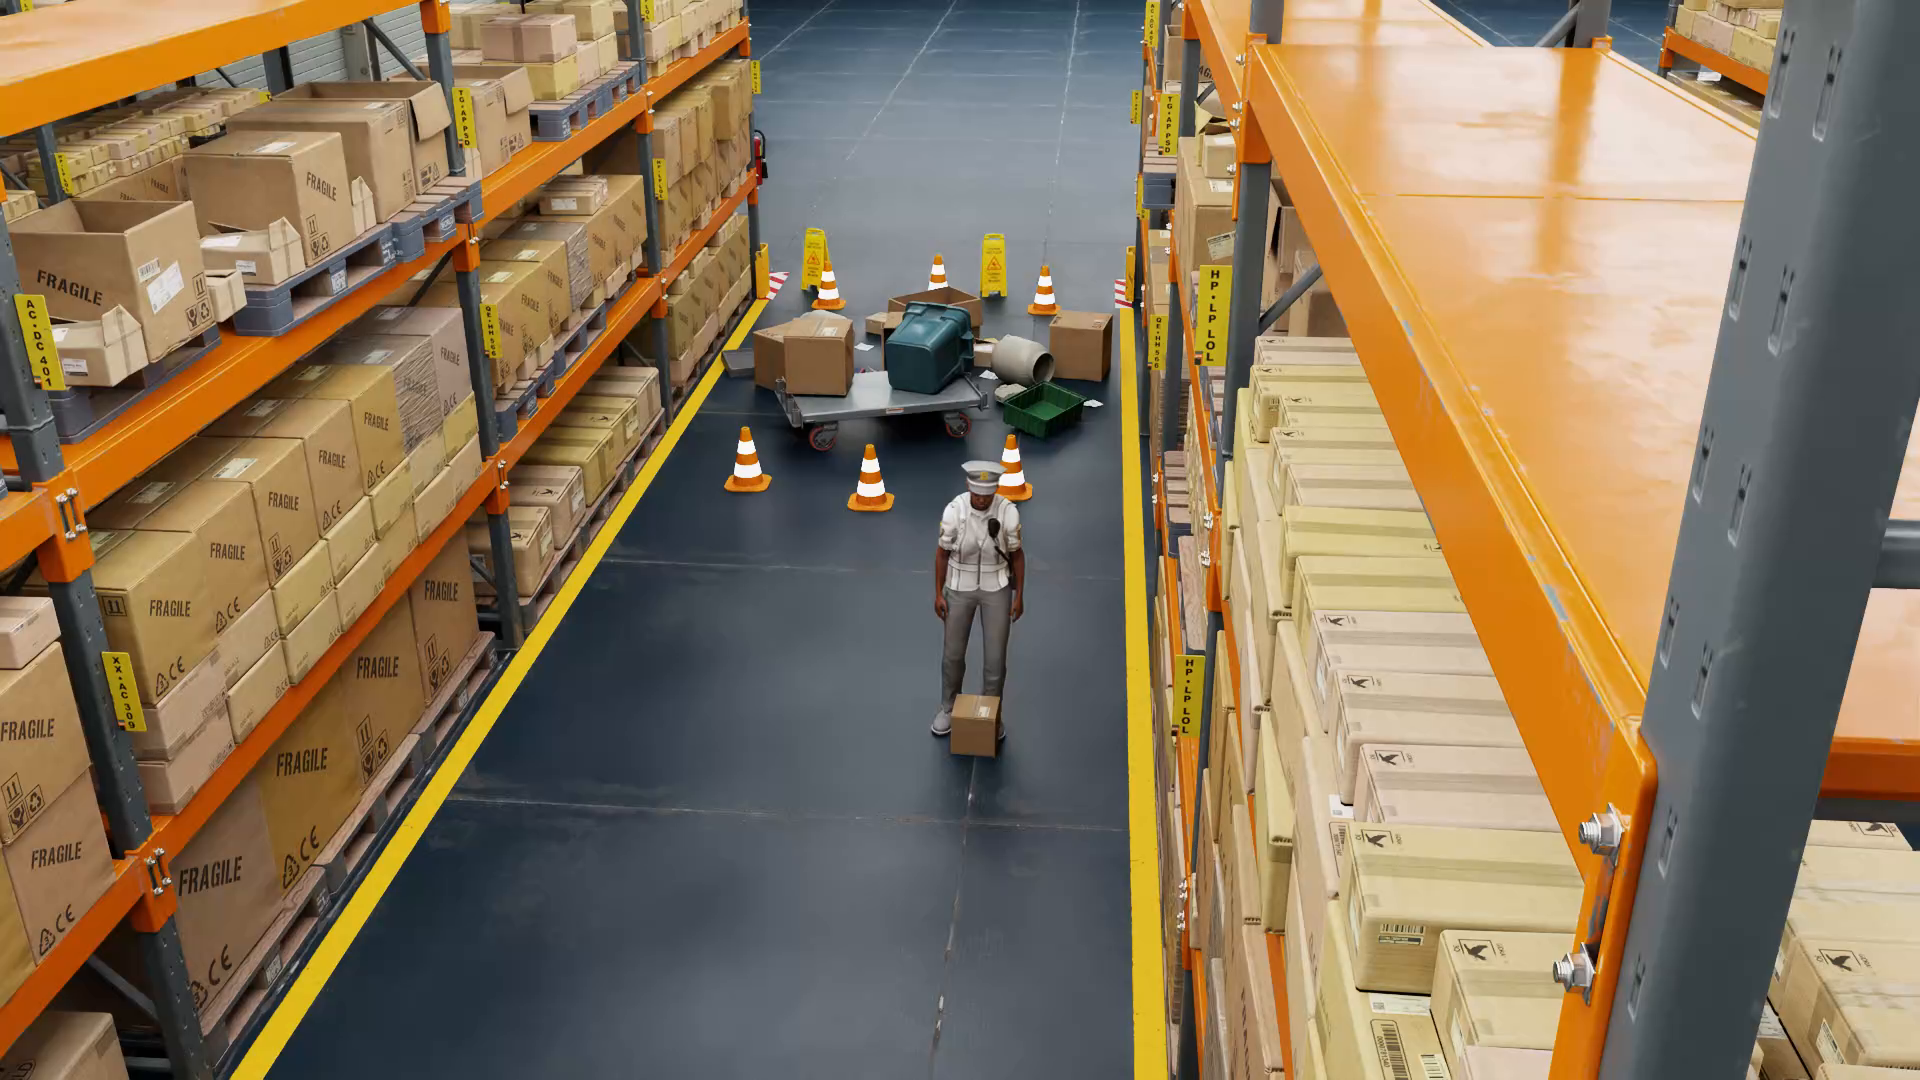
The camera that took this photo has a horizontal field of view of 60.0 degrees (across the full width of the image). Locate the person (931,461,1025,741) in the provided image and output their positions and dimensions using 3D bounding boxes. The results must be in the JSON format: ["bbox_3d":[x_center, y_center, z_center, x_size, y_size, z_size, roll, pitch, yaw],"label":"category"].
[{"bbox_3d":[0.099,0.315,9.306,0.520,1.659,0.417,1,25,3],"label":"person"}]
